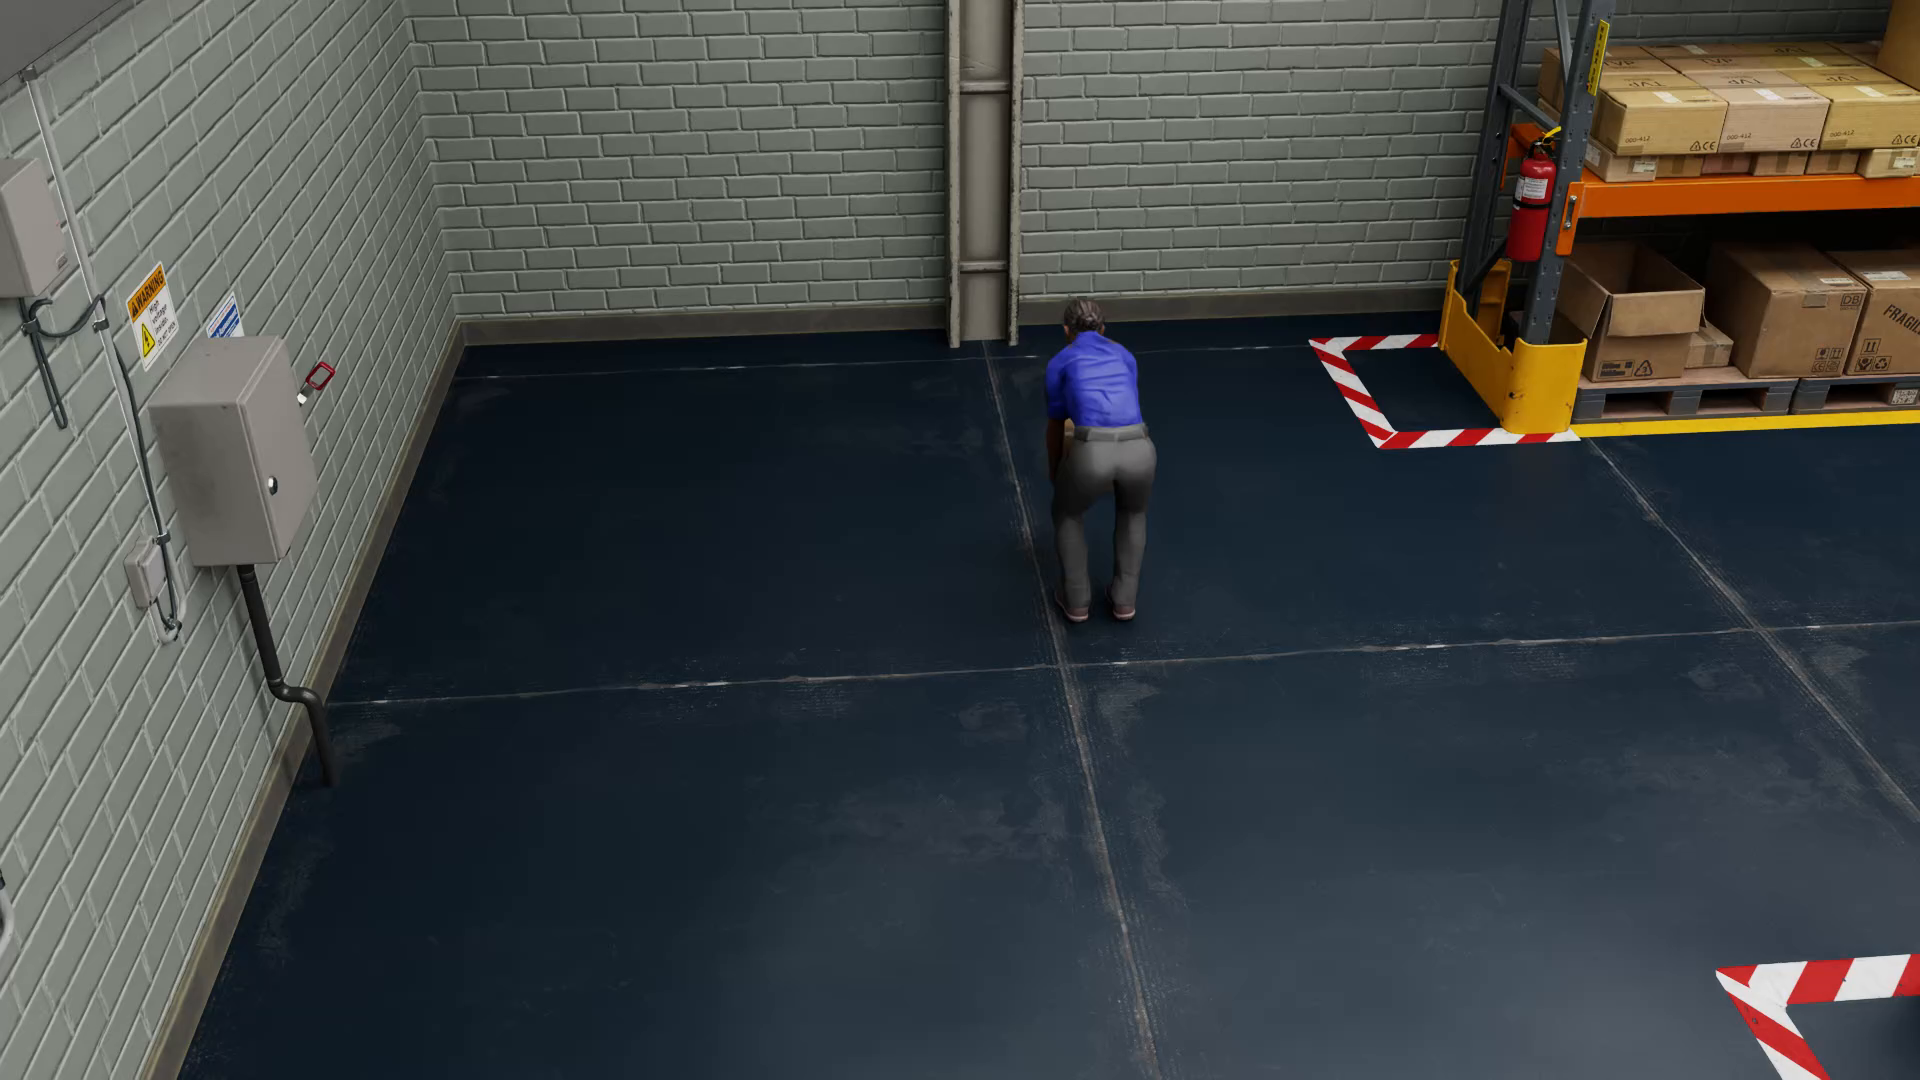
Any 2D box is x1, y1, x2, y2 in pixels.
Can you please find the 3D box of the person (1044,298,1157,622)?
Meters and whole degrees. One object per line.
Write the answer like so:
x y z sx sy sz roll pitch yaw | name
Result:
0.572 -0.309 7.043 0.418 1.253 0.813 -4 31 -6 | person
